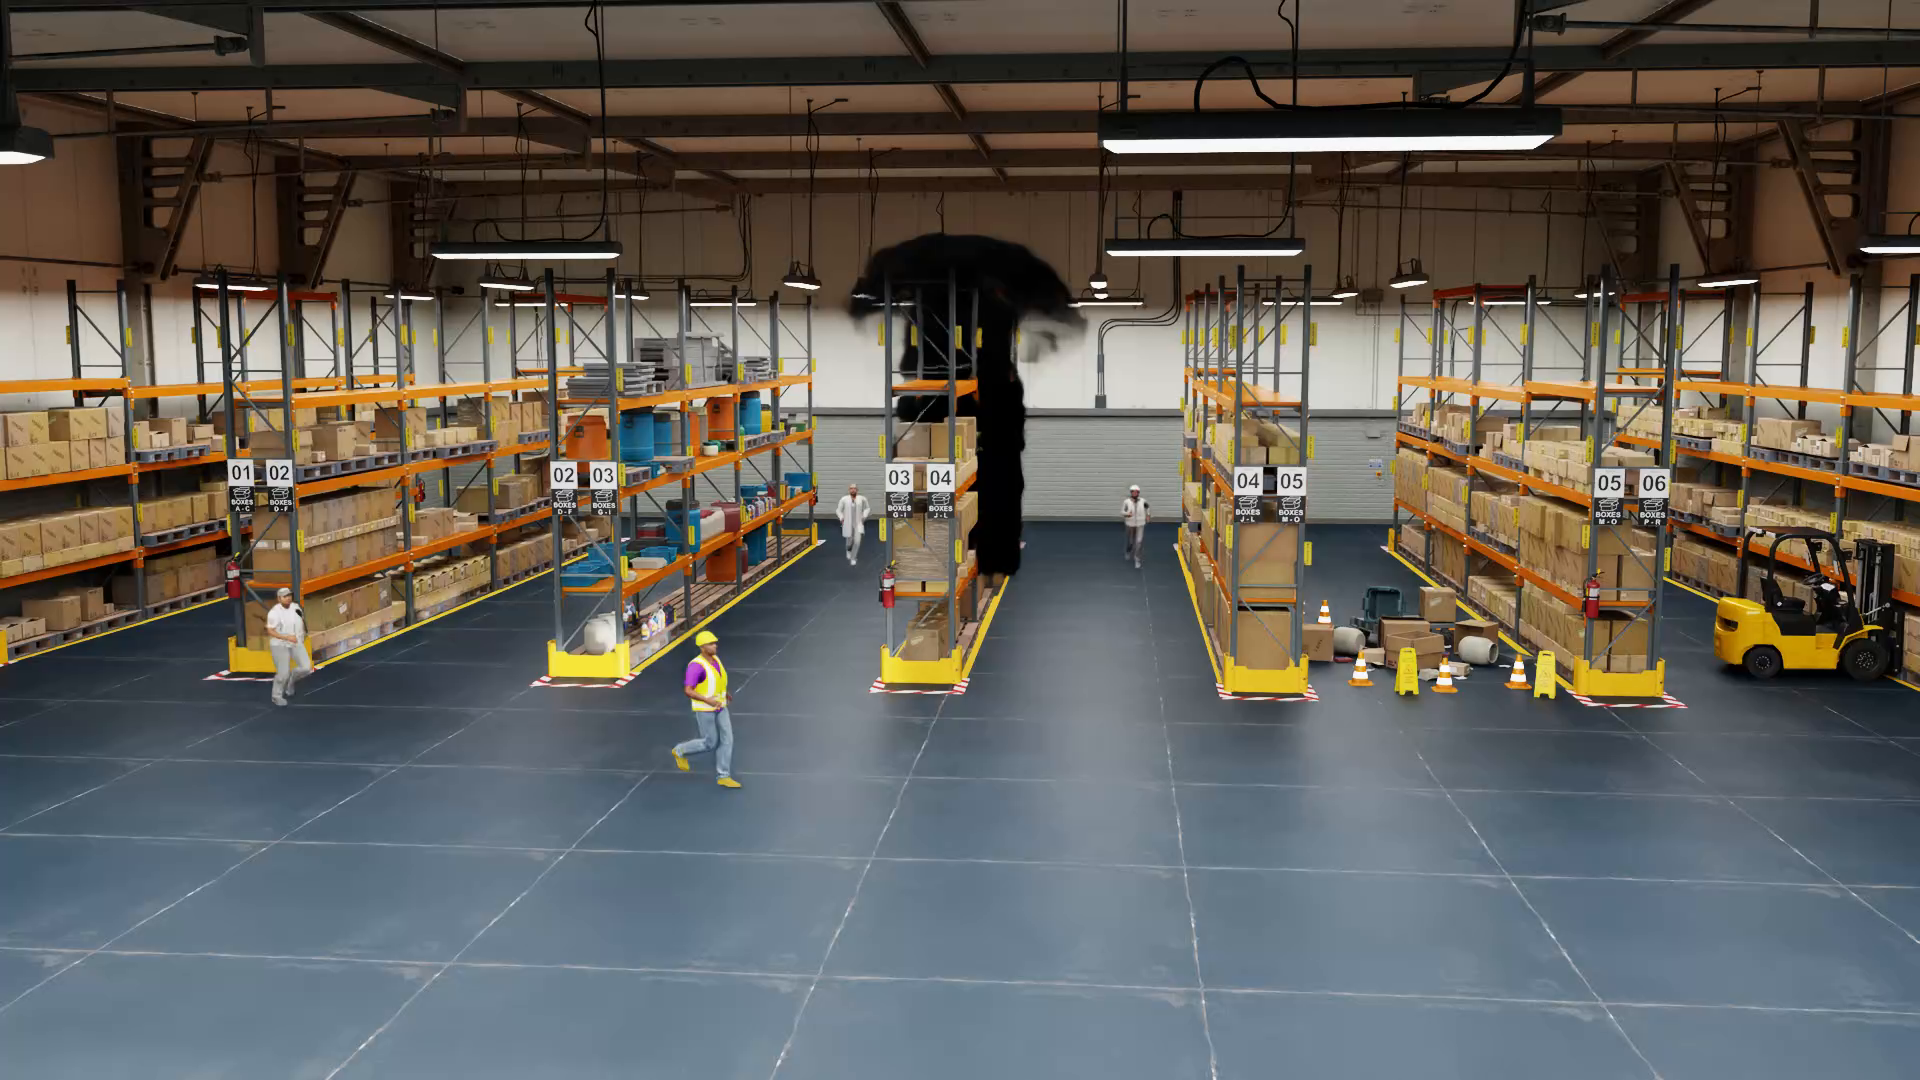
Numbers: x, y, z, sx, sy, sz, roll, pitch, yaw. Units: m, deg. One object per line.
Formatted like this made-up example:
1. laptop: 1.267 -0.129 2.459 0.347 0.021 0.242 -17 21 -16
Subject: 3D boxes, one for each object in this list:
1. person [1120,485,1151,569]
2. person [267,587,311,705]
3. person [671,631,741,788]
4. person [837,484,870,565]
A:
1. person: 3.853 -0.316 36.557 0.666 1.796 0.970 1 7 5
2. person: -9.159 1.446 22.737 0.678 1.625 0.634 5 9 37
3. person: -2.833 1.887 18.633 0.855 1.752 0.706 3 8 26
4. person: -2.221 -0.338 34.761 0.708 1.679 0.789 -1 7 -6
